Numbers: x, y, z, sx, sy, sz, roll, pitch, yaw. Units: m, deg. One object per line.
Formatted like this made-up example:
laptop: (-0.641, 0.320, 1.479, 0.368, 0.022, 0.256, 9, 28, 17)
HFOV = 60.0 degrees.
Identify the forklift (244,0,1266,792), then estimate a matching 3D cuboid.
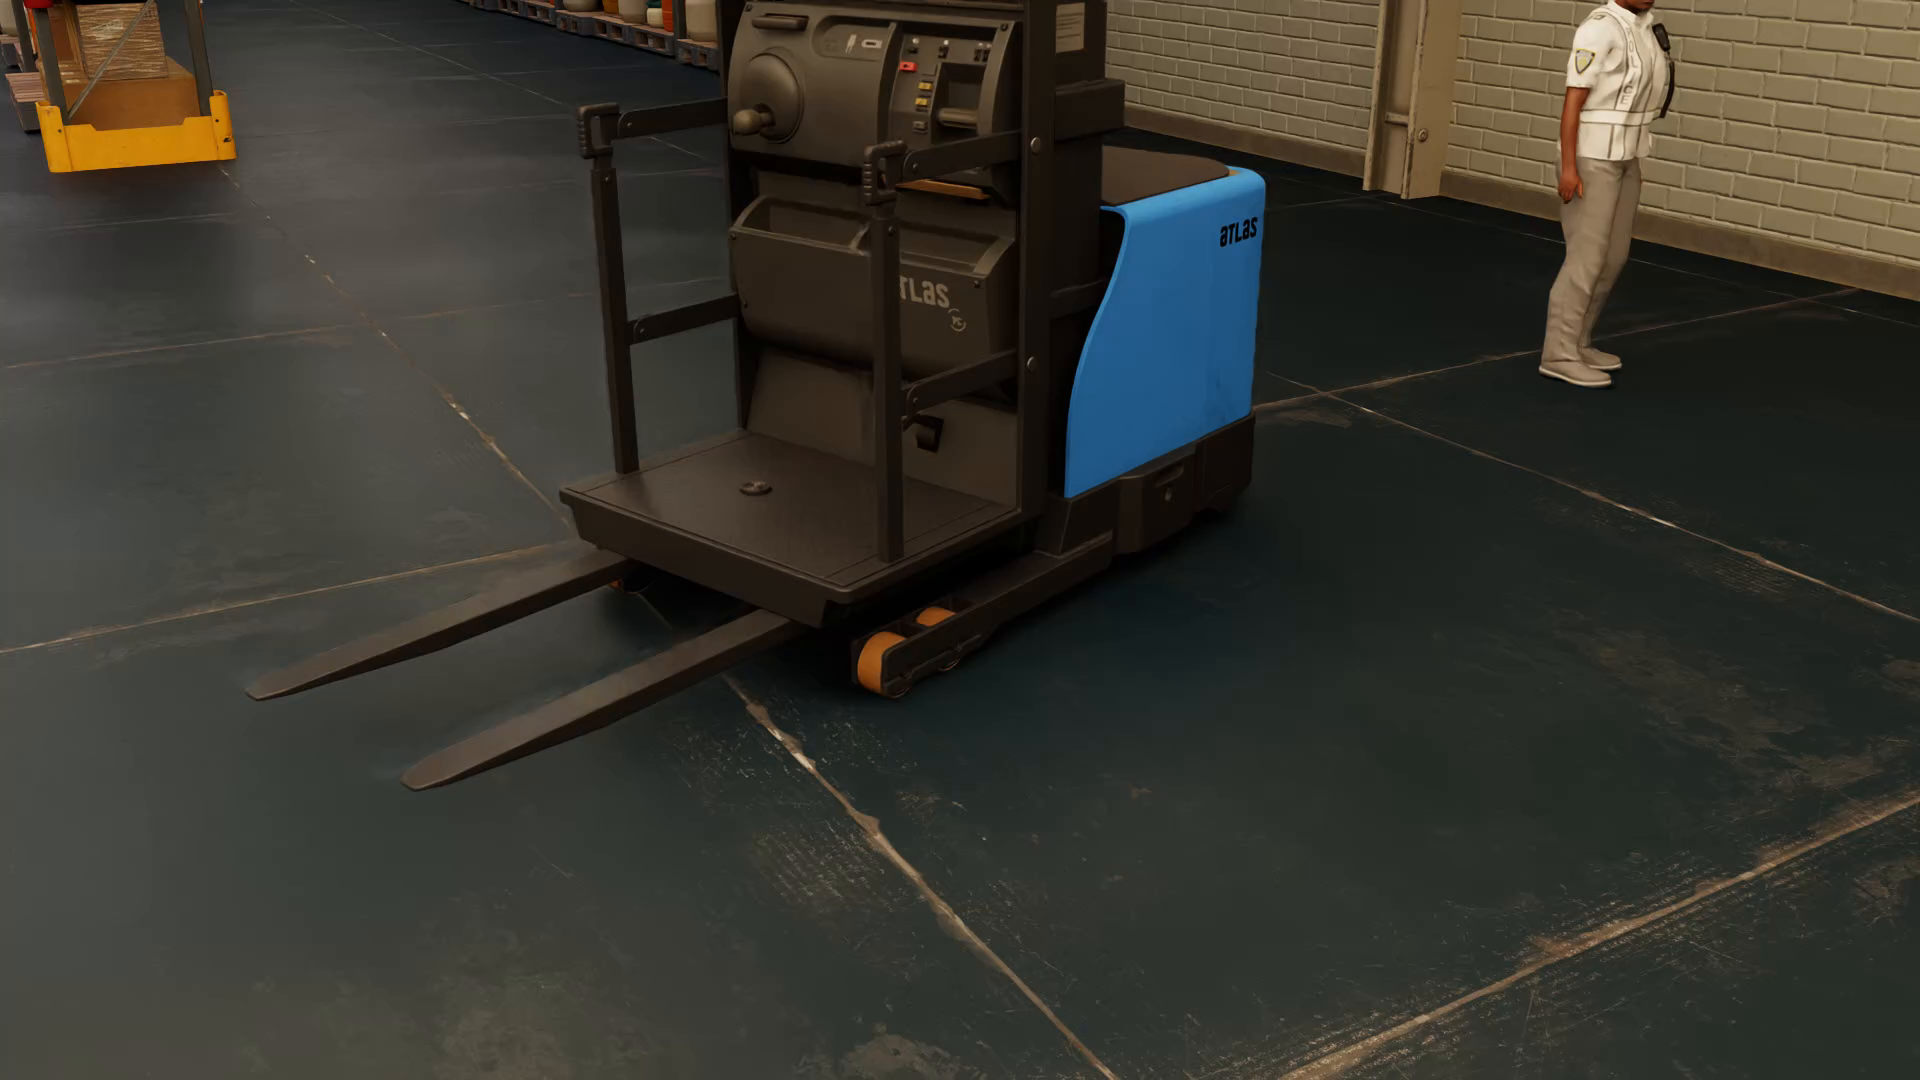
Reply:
forklift: (-0.382, -1.173, 4.131, 1.130, 2.935, 3.031, 17, 28, 36)

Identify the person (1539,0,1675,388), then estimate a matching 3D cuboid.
person: (2.537, -1.465, 6.501, 0.384, 1.678, 0.557, 20, 30, 40)
